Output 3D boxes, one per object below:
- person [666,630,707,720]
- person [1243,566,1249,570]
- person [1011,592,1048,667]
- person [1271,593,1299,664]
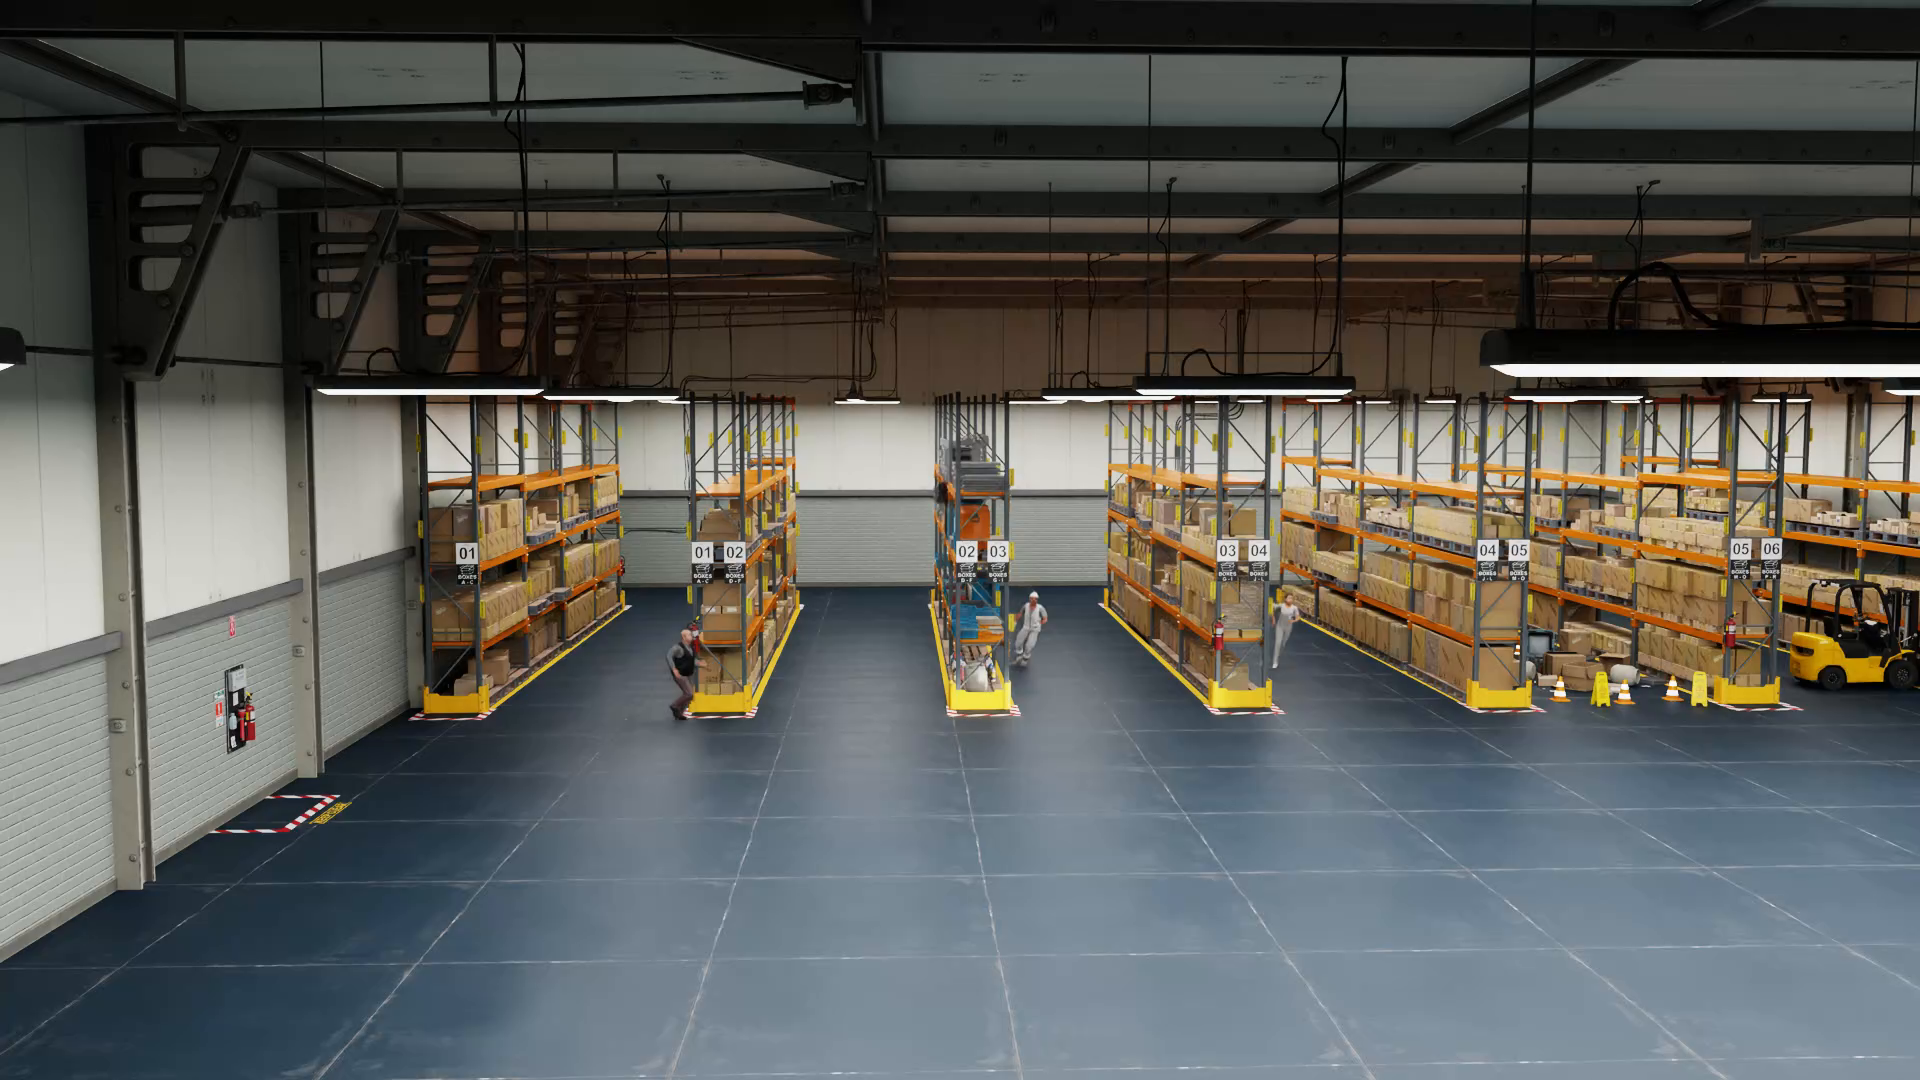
[{"bbox_3d":[-4.981,2.462,30.256,0.655,1.667,0.665,2,5,26],"label":"person"},{"bbox_3d":[8.381,1.061,48.535,0.576,1.631,0.730,-4,6,-40],"label":"person"},{"bbox_3d":[1.488,1.968,36.425,0.873,1.674,0.633,1,5,15],"label":"person"},{"bbox_3d":[7.134,1.916,36.579,0.613,1.548,0.779,0,5,0],"label":"person"}]
